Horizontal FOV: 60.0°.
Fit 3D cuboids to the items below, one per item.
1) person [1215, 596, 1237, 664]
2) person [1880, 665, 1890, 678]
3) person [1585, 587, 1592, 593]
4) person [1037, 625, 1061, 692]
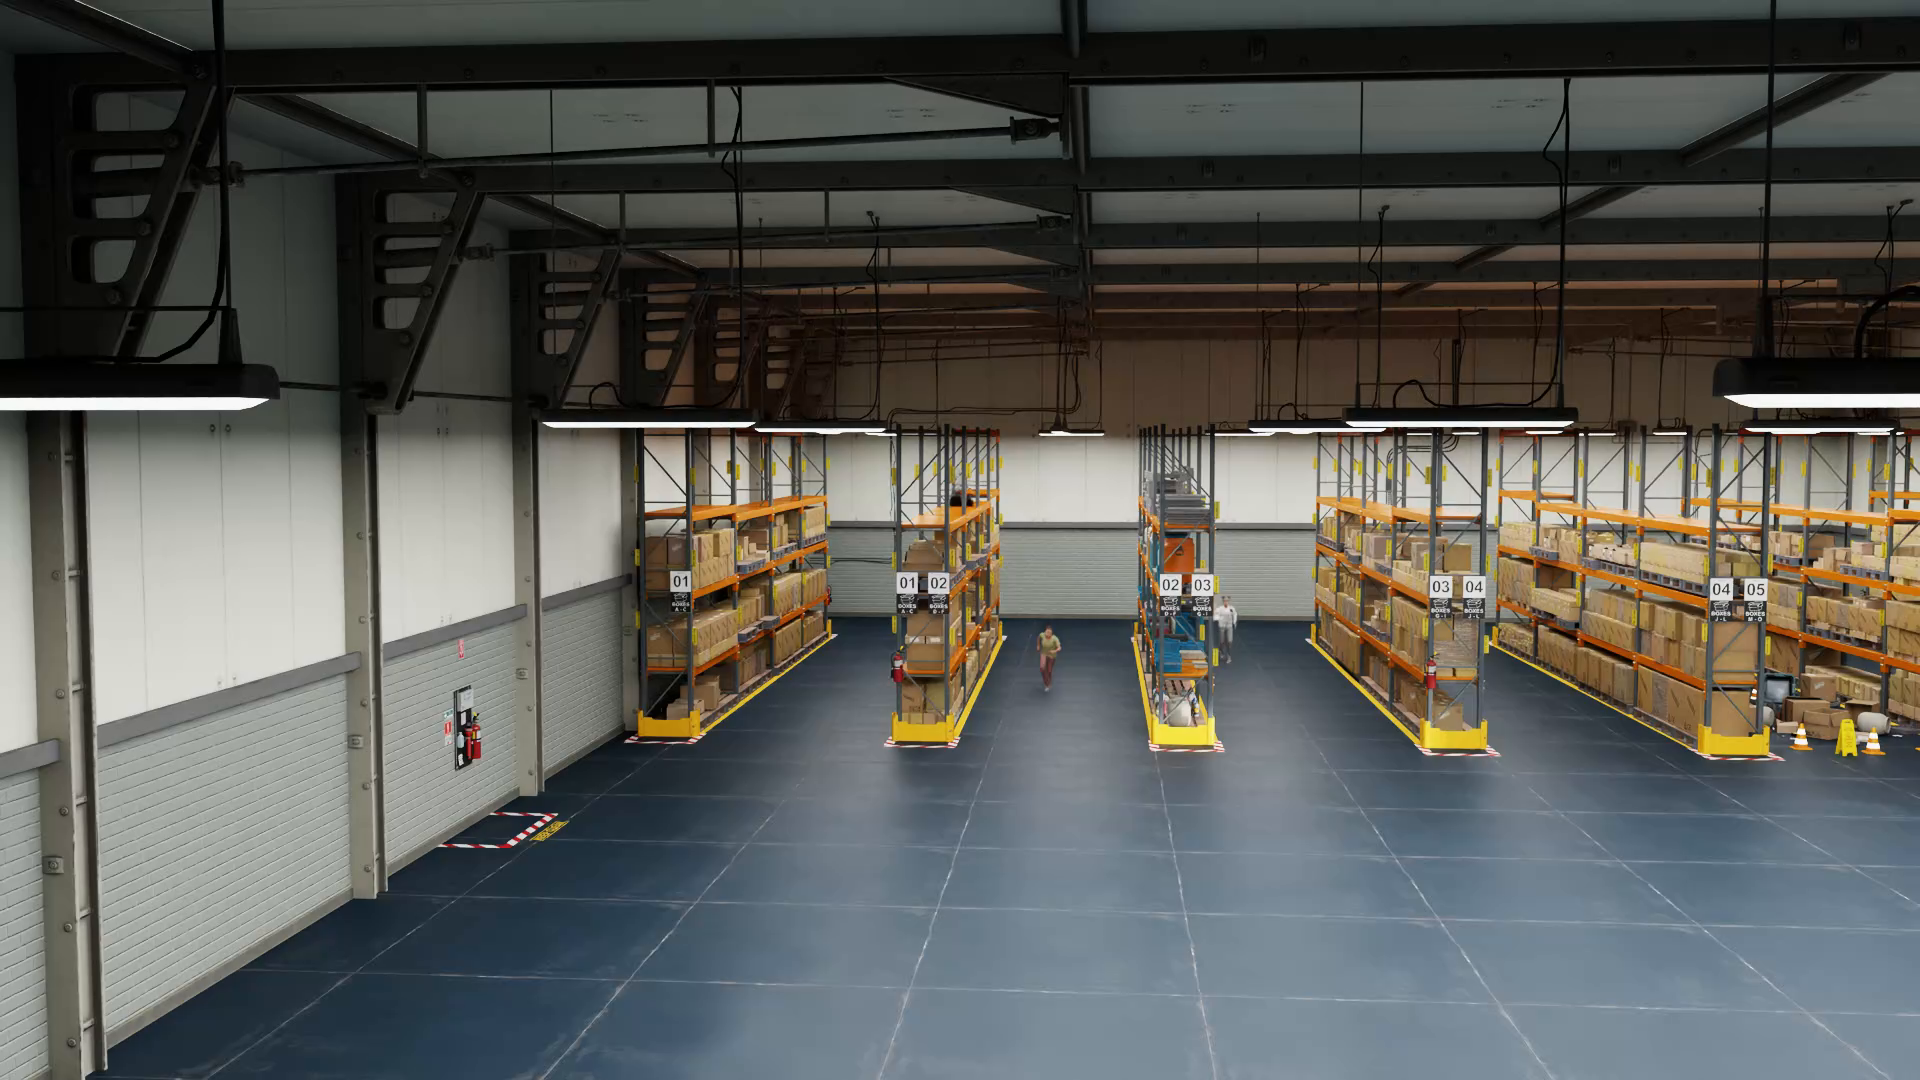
[{"bbox_3d":[6.811,2.277,42.625,0.597,1.741,0.844,0,3,2],"label":"person"},{"bbox_3d":[22.261,2.505,39.568,0.605,1.602,0.861,0,3,-3],"label":"person"},{"bbox_3d":[16.991,2.128,44.909,0.577,1.719,0.940,0,3,-2],"label":"person"},{"bbox_3d":[2.026,2.651,37.807,0.586,1.501,1.044,0,4,8],"label":"person"}]
